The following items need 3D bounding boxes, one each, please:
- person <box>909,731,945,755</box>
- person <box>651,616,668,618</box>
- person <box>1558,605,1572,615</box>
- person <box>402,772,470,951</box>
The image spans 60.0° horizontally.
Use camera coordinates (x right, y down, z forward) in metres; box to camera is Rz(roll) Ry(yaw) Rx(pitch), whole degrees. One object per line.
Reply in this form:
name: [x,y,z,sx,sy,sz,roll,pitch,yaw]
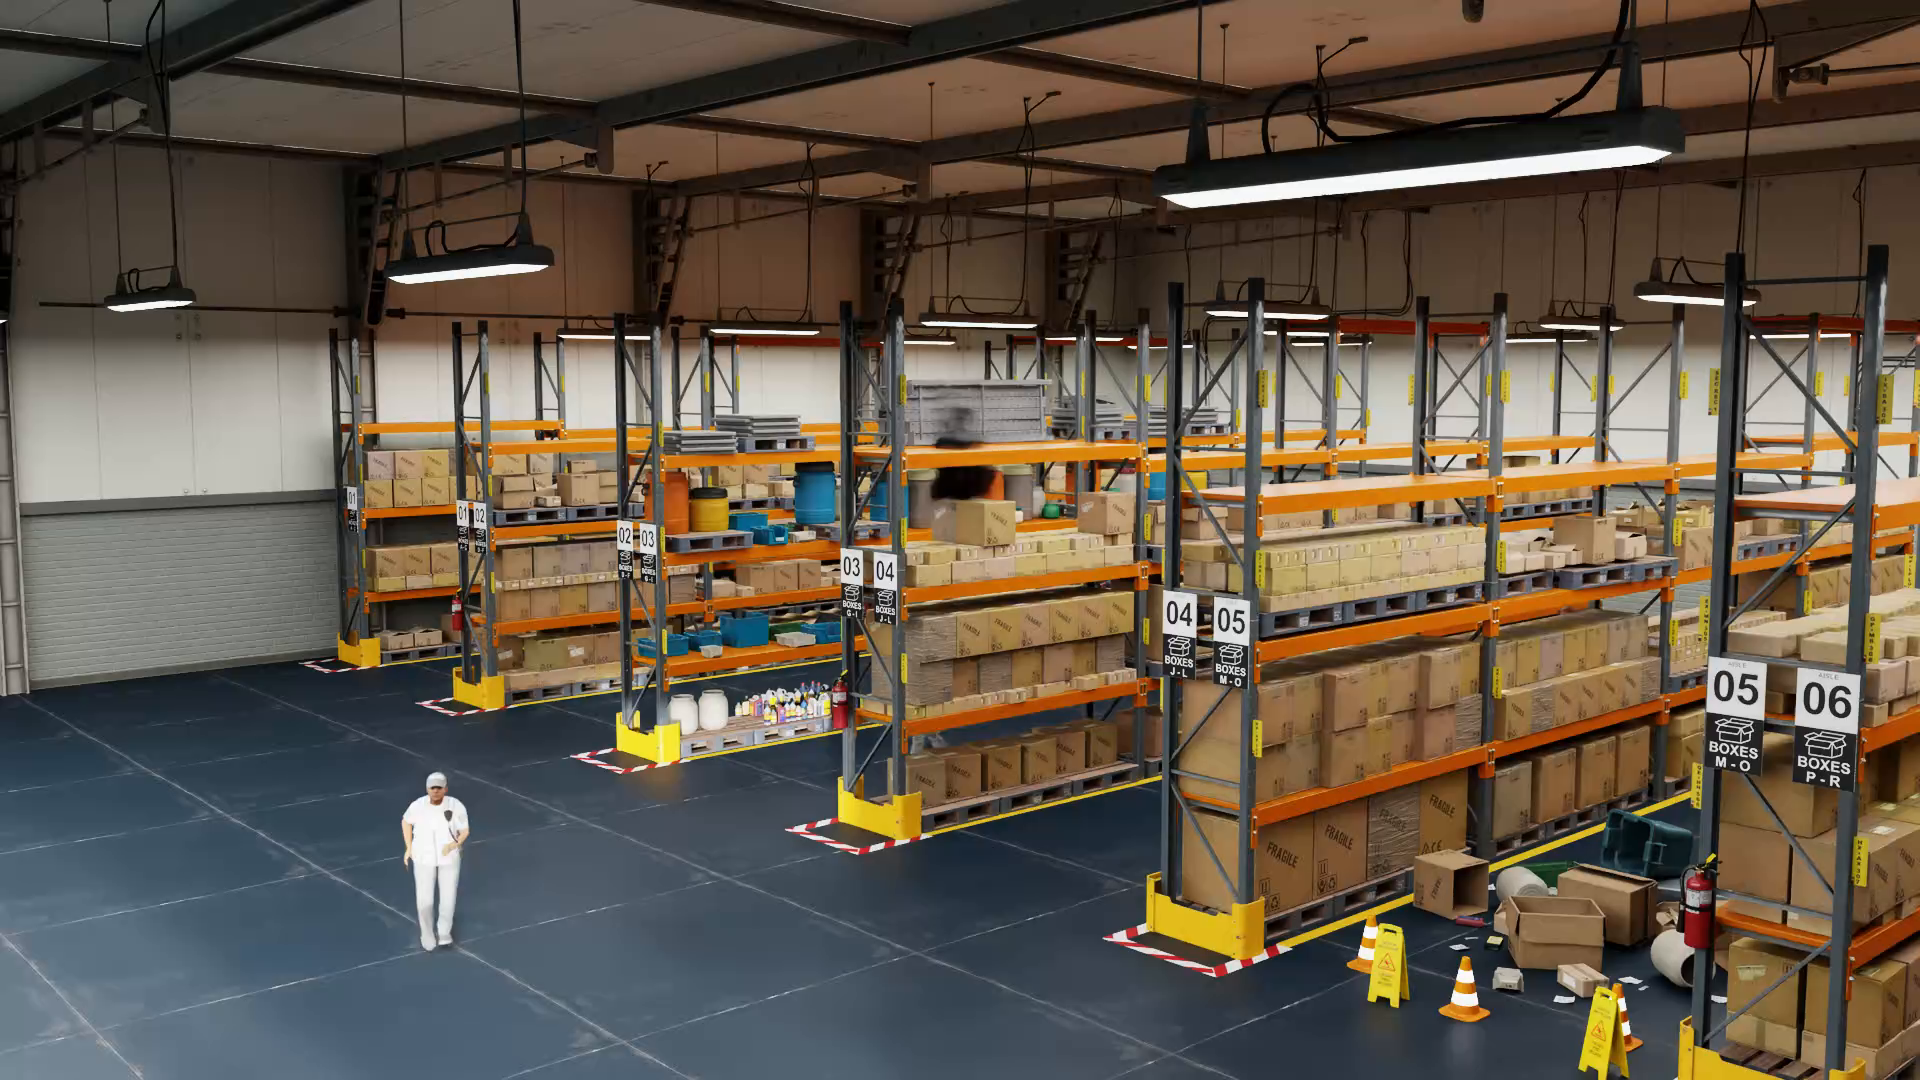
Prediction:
person: [-0.500,2.083,21.926,0.683,1.771,0.995,5,8,42]
person: [-5.574,1.286,30.845,0.588,1.663,0.815,5,7,39]
person: [9.402,1.816,25.844,0.751,1.645,0.522,-5,8,-43]
person: [-4.679,2.877,14.868,0.576,1.631,0.721,-2,6,-17]
